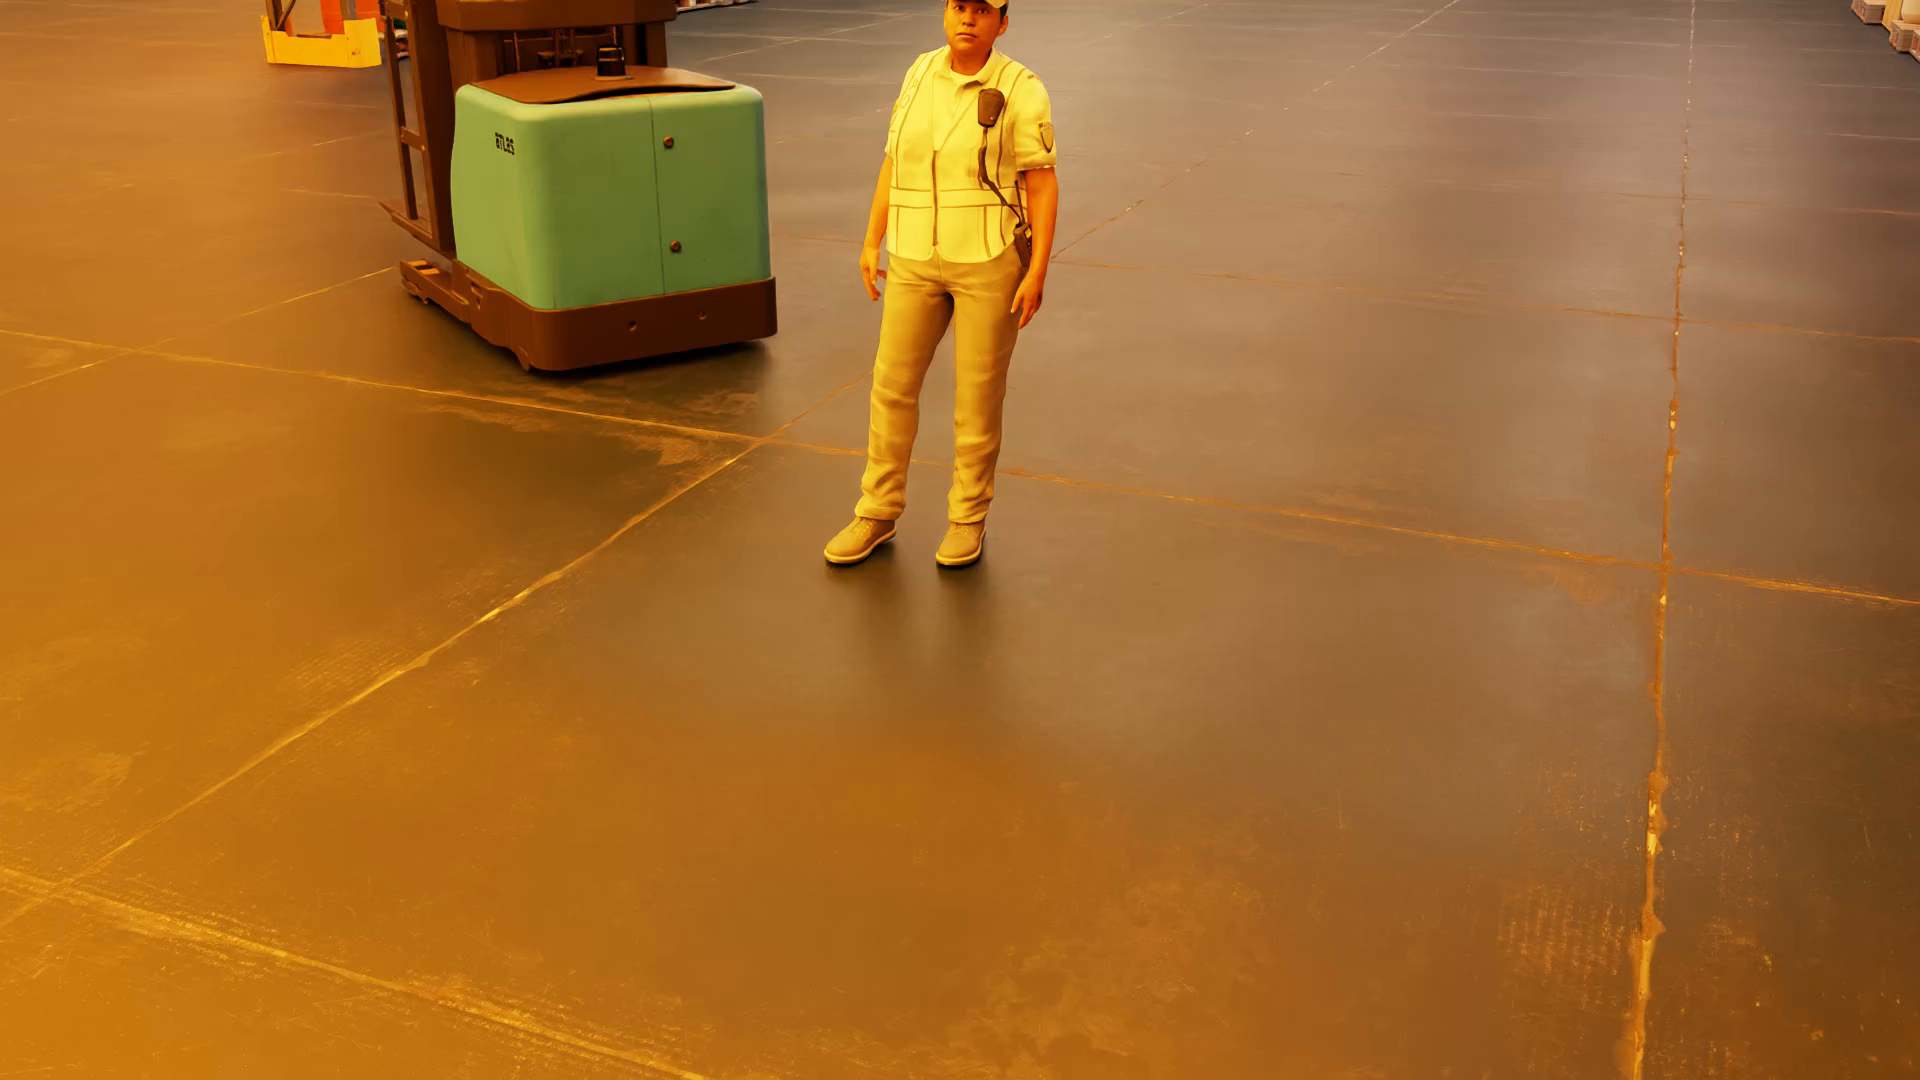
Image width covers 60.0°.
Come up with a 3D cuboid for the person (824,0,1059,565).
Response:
[{"bbox_3d":[-0.050,-0.752,4.711,0.599,1.670,0.529,9,24,21],"label":"person"}]

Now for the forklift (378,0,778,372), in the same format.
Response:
[{"bbox_3d":[-1.985,-2.530,7.345,1.130,2.935,3.031,-14,26,-30],"label":"forklift"}]
